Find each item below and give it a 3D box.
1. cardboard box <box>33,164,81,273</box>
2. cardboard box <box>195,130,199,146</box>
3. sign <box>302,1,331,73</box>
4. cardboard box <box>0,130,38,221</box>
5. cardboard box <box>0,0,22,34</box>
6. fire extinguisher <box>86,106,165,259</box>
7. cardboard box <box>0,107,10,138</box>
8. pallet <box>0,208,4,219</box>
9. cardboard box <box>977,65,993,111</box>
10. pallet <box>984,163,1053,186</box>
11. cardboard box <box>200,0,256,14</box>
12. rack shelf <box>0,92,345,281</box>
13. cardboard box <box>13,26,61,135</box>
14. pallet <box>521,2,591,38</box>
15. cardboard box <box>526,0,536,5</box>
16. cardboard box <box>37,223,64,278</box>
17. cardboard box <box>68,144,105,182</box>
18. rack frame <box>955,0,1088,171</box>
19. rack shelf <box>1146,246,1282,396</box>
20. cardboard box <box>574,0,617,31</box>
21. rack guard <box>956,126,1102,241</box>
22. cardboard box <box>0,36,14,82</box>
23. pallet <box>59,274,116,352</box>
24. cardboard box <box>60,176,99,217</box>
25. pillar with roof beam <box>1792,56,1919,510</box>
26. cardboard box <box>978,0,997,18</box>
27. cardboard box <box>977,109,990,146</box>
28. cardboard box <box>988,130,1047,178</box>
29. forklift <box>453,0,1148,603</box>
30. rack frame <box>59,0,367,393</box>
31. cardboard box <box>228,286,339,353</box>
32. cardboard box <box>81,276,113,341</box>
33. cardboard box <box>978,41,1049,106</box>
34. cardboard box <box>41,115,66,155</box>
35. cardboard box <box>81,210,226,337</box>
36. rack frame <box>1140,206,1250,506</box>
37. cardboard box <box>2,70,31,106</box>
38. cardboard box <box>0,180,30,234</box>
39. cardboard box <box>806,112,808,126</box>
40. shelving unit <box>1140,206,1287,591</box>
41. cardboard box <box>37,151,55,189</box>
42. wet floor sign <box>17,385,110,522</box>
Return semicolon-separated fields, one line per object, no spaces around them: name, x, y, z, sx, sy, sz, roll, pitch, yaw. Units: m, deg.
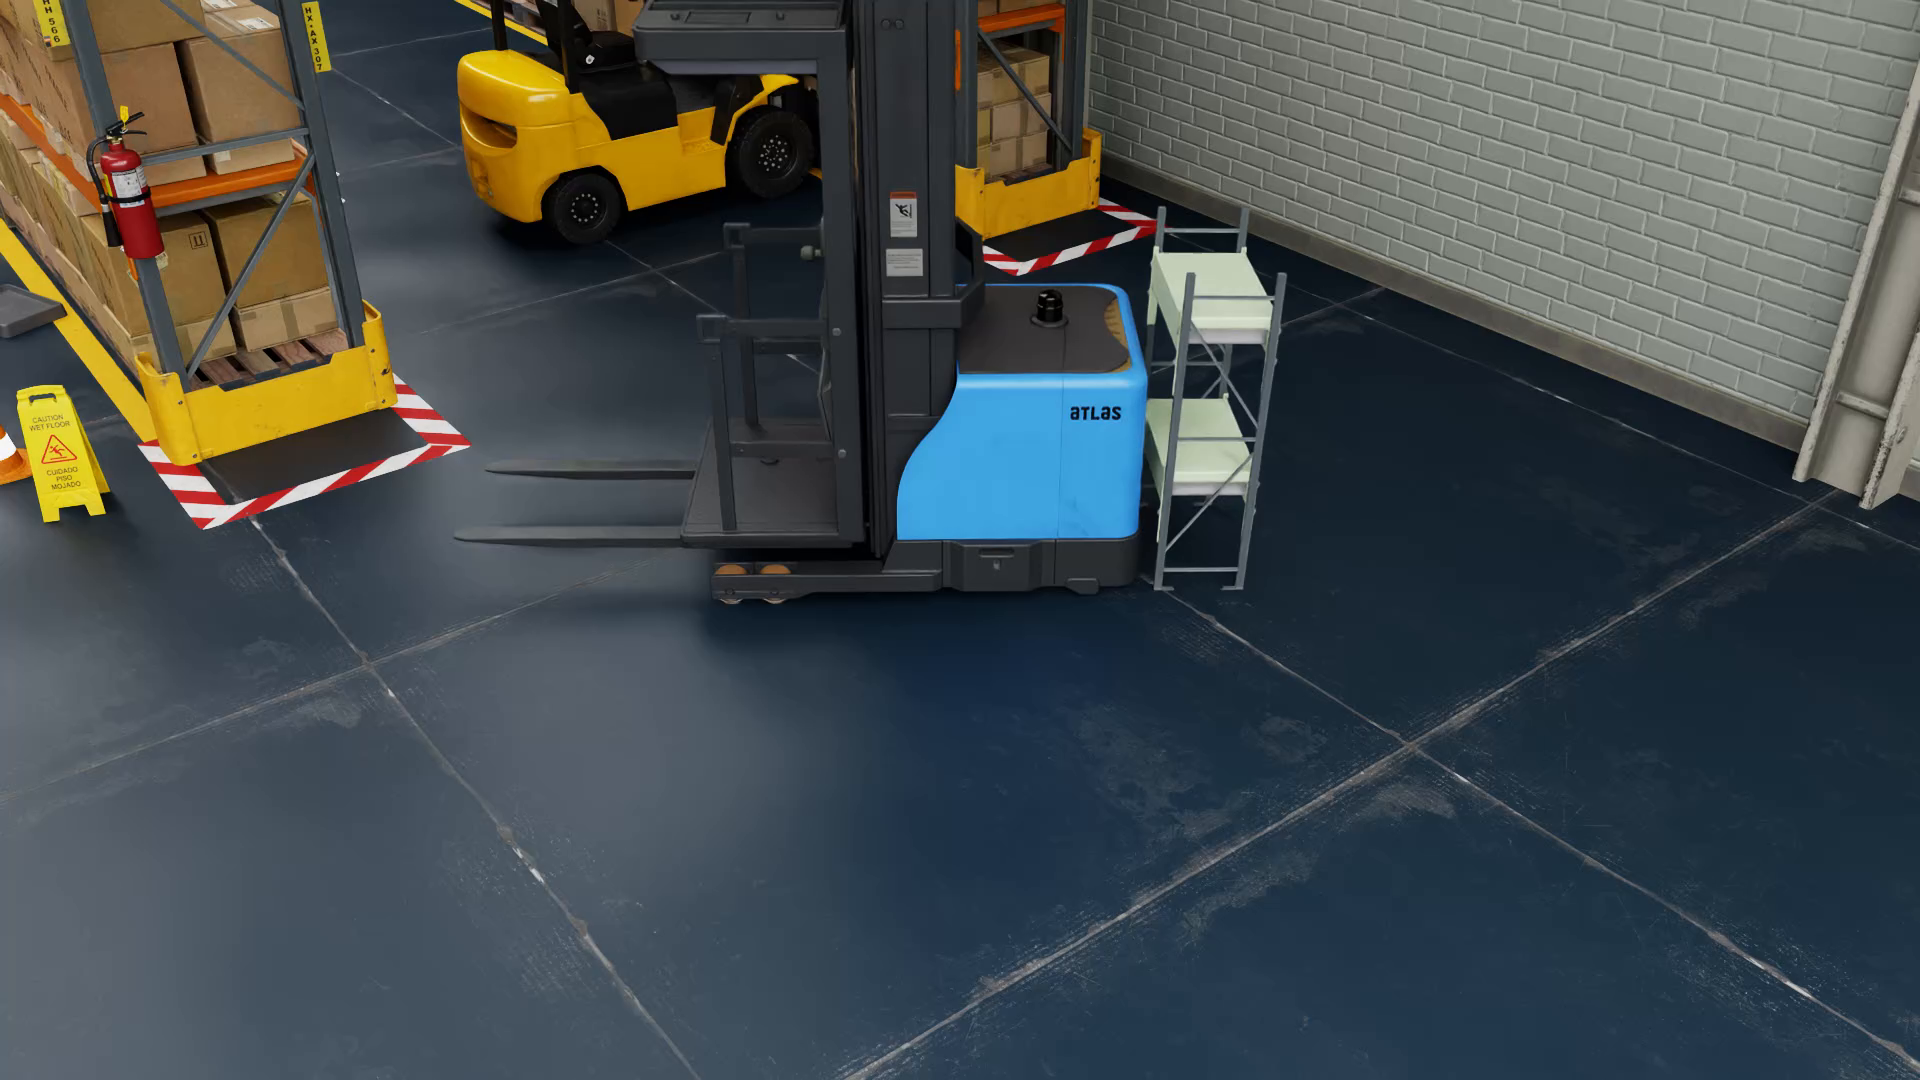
cardboard box;-4.843;-1.868;9.412;0.500;0.500;0.500;-23;39;-32
cardboard box;-3.730;-2.063;8.467;0.380;0.149;0.250;-22;38;-31
sign;-3.091;-2.404;7.957;0.100;0.325;0.005;-22;38;-31
cardboard box;-5.486;-2.304;10.114;0.500;0.500;0.500;-21;37;-30
cardboard box;-4.309;-2.810;8.106;0.700;0.500;0.500;-22;38;-31
fire extinguisher;-3.813;-1.631;7.606;0.296;0.674;0.183;-22;38;-31
cardboard box;-5.478;-2.514;9.837;0.380;0.149;0.250;-21;37;-30
pallet;-6.451;-2.667;11.844;1.003;0.211;1.213;-22;38;-31
cardboard box;-0.129;-2.994;10.988;0.500;0.250;0.500;-21;37;-30
pallet;-0.103;-2.589;11.718;1.003;0.211;1.213;-22;38;-31
cardboard box;-3.911;-2.531;8.606;0.500;0.500;0.500;-21;38;-30
rack shelf;-4.746;-2.388;9.434;1.077;0.370;4.000;-22;38;-31
cardboard box;-4.373;-2.377;8.357;0.500;0.500;0.500;-22;38;-31
pallet;-3.288;-4.754;15.204;1.003;0.211;1.213;-22;38;-31
cardboard box;-3.728;-5.438;15.515;0.875;0.625;0.625;-21;37;-30
cardboard box;-5.160;-1.766;9.958;0.500;0.250;0.500;-23;38;-32
cardboard box;-4.160;-1.910;8.221;0.380;0.149;0.250;-23;38;-32
rack frame;0.400;-3.468;10.491;1.000;3.000;0.127;-22;38;-31
rack shelf;1.069;-0.945;7.098;0.431;0.370;0.720;0;32;-3
cardboard box;-2.852;-4.844;14.560;0.875;0.625;0.625;-23;38;-32
rack guard;0.414;-2.396;11.134;1.175;0.500;0.348;-22;38;-31
cardboard box;-4.973;-2.804;9.044;0.500;0.500;0.500;-22;38;-31
pallet;-4.780;-1.566;10.071;1.003;0.211;1.213;-22;38;-31
cardboard box;-4.495;-1.846;8.761;0.380;0.149;0.250;-21;38;-30
pillar with roof beam;0.963;-2.705;3.576;9.100;9.000;0.400;-22;38;-31
cardboard box;-0.110;-3.631;10.658;0.500;0.500;0.500;-23;39;-32
cardboard box;-0.146;-2.792;11.137;0.500;0.250;0.500;-23;38;-32
cardboard box;0.253;-2.746;11.537;0.500;0.250;0.500;-22;38;-31
forklift;-0.729;-1.250;6.984;3.031;2.935;1.130;0;32;-1
rack frame;-3.519;-1.860;7.903;1.000;3.000;0.127;-22;38;-31
cardboard box;-3.795;-1.296;9.203;0.500;0.250;0.500;-23;38;-32
cardboard box;-4.539;-1.339;9.271;0.500;0.250;0.500;-22;38;-31
cardboard box;0.254;-3.165;11.263;0.500;0.250;0.500;-23;39;-32
cardboard box;-4.482;-2.121;8.561;0.380;0.149;0.250;-22;38;-31
cardboard box;-4.216;-1.439;8.721;0.500;0.500;0.500;-22;38;-31
rack frame;1.038;-0.806;7.614;0.400;1.500;0.023;0;32;-3
cardboard box;-5.079;-2.554;9.257;0.380;0.149;0.250;-22;38;-32
cardboard box;-5.823;-2.205;10.665;0.500;0.250;0.500;-24;39;-33
cardboard box;-1.072;-3.203;12.272;0.500;0.250;0.500;-21;38;-30
shelving unit;1.058;-0.613;7.304;0.431;1.500;0.755;0;32;-3
cardboard box;-4.806;-2.062;9.109;0.380;0.149;0.250;-21;37;-29
wet floor sign;-4.248;-0.435;7.839;0.267;0.644;0.232;-10;33;-15
